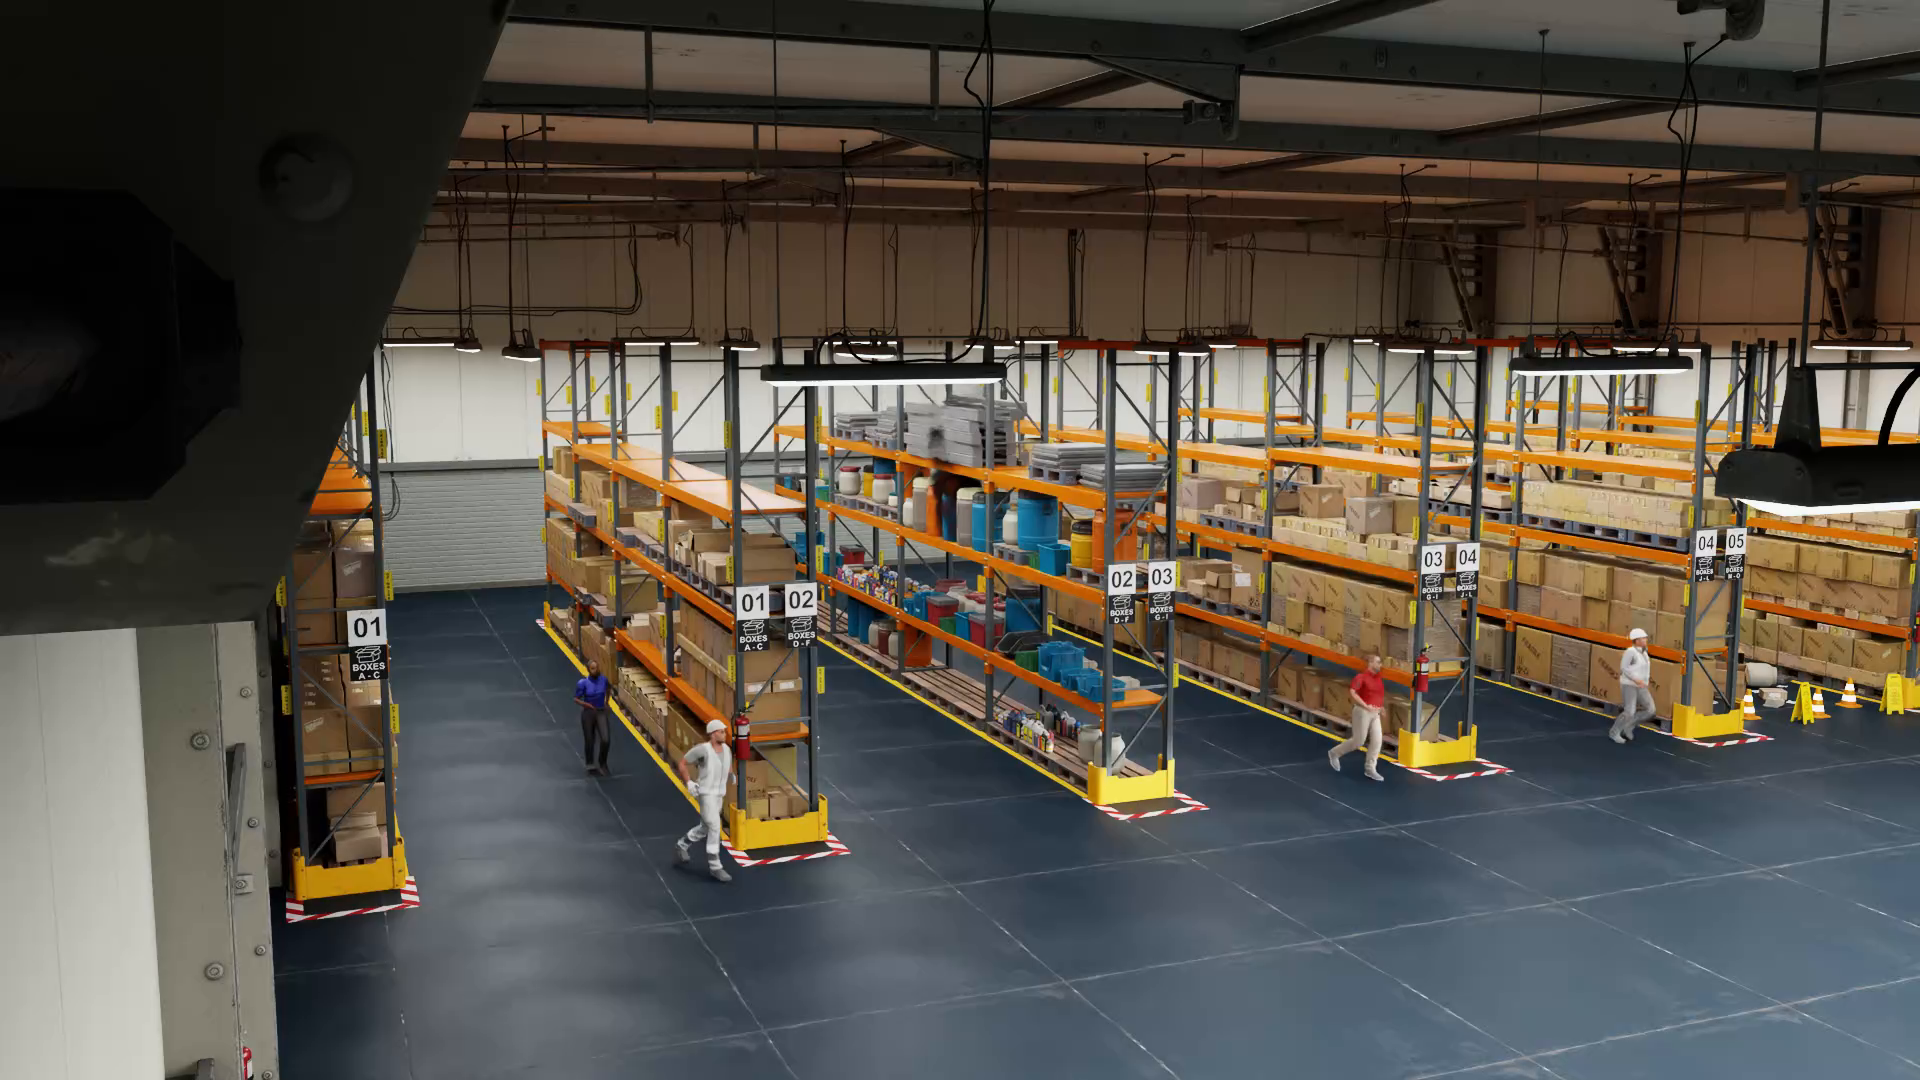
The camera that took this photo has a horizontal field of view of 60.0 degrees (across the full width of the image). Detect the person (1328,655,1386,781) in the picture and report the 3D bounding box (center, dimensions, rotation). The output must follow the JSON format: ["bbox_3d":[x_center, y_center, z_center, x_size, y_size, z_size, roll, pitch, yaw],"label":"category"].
[{"bbox_3d":[5.726,2.458,23.415,0.750,1.707,0.847,-6,10,-40],"label":"person"}]

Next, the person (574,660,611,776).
[{"bbox_3d":[-5.122,2.512,23.323,0.572,1.673,0.697,-4,8,-26],"label":"person"}]

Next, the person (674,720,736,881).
[{"bbox_3d":[-2.889,2.953,19.263,0.966,1.760,0.701,5,9,33],"label":"person"}]

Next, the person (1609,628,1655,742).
[{"bbox_3d":[10.282,2.205,25.240,0.712,1.714,0.584,-5,9,-36],"label":"person"}]
